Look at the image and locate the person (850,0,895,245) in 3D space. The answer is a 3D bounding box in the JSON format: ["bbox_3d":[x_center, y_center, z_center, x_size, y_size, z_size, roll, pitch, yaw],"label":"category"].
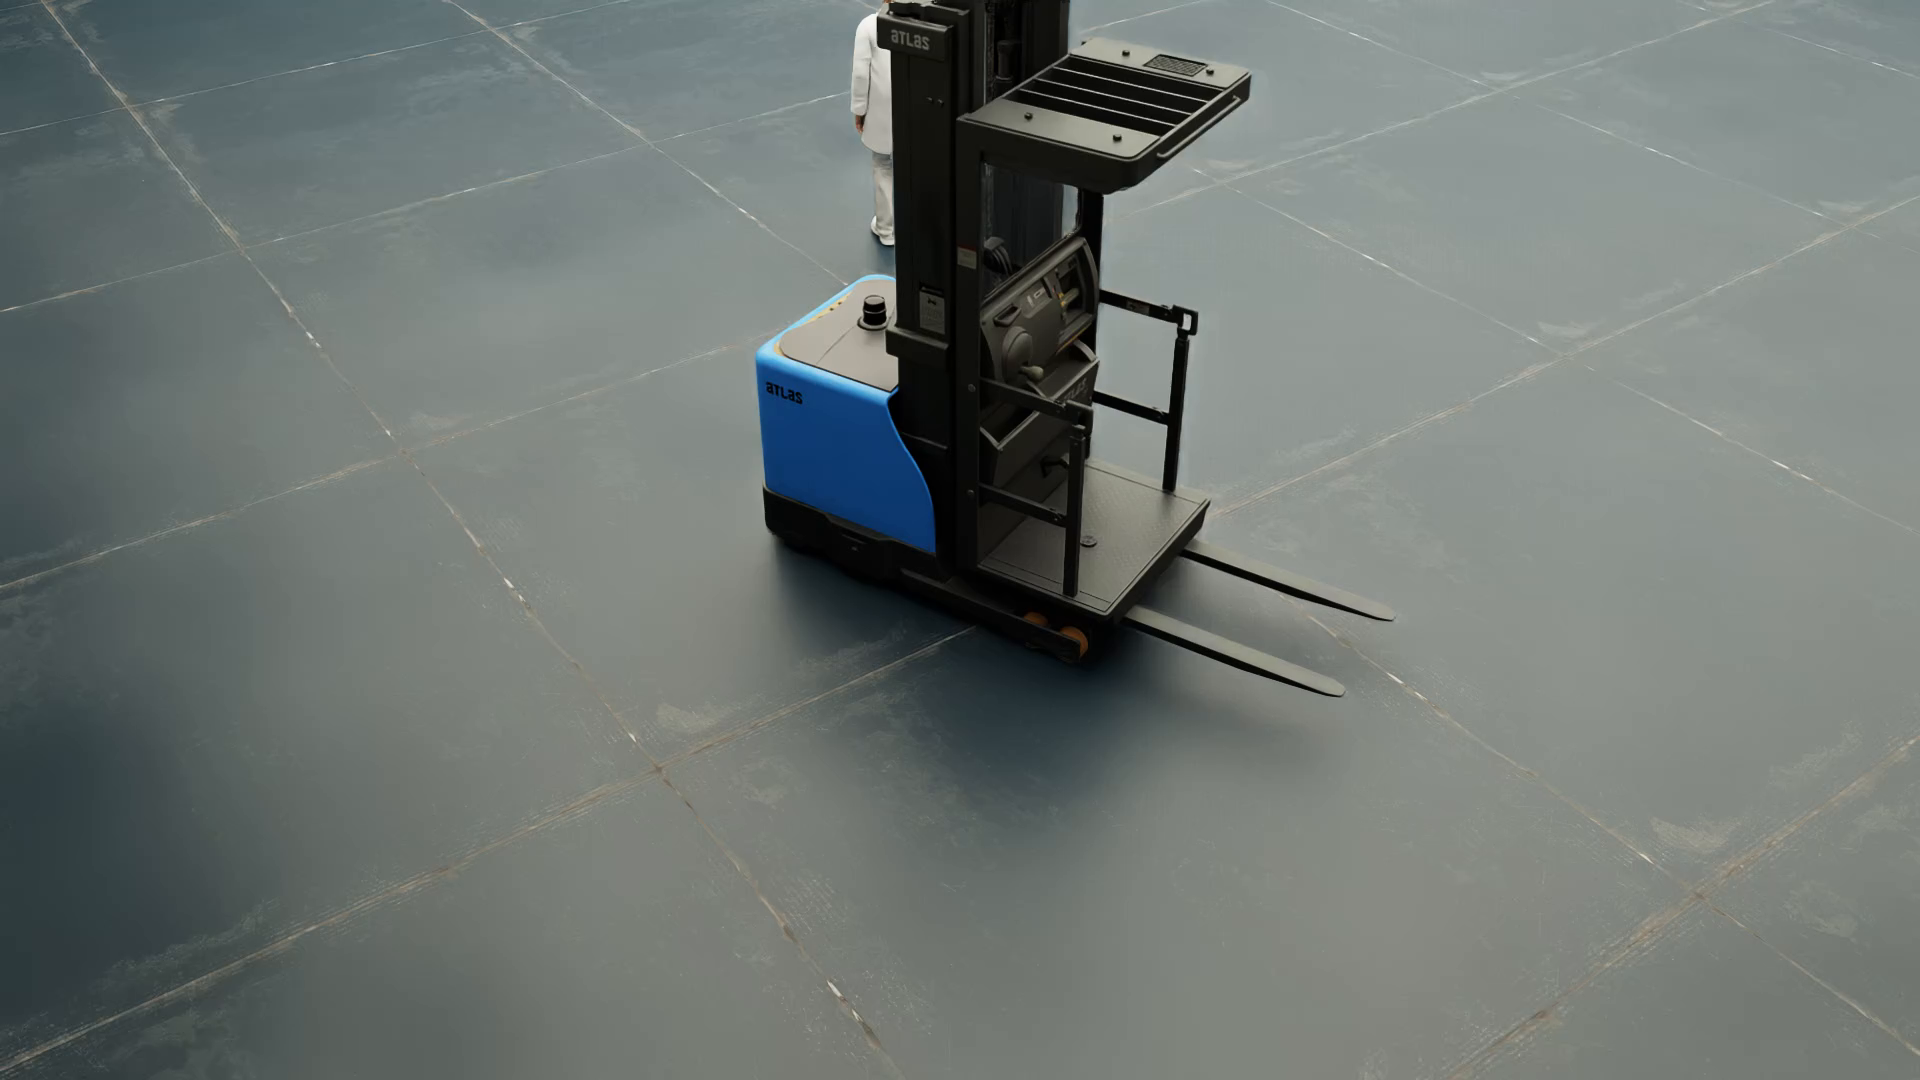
[{"bbox_3d":[-0.380,-2.753,10.643,0.643,1.773,0.433,-4,37,-5],"label":"person"}]

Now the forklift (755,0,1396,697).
[{"bbox_3d":[0.535,-0.977,7.265,3.031,2.935,1.130,21,41,26],"label":"forklift"}]
